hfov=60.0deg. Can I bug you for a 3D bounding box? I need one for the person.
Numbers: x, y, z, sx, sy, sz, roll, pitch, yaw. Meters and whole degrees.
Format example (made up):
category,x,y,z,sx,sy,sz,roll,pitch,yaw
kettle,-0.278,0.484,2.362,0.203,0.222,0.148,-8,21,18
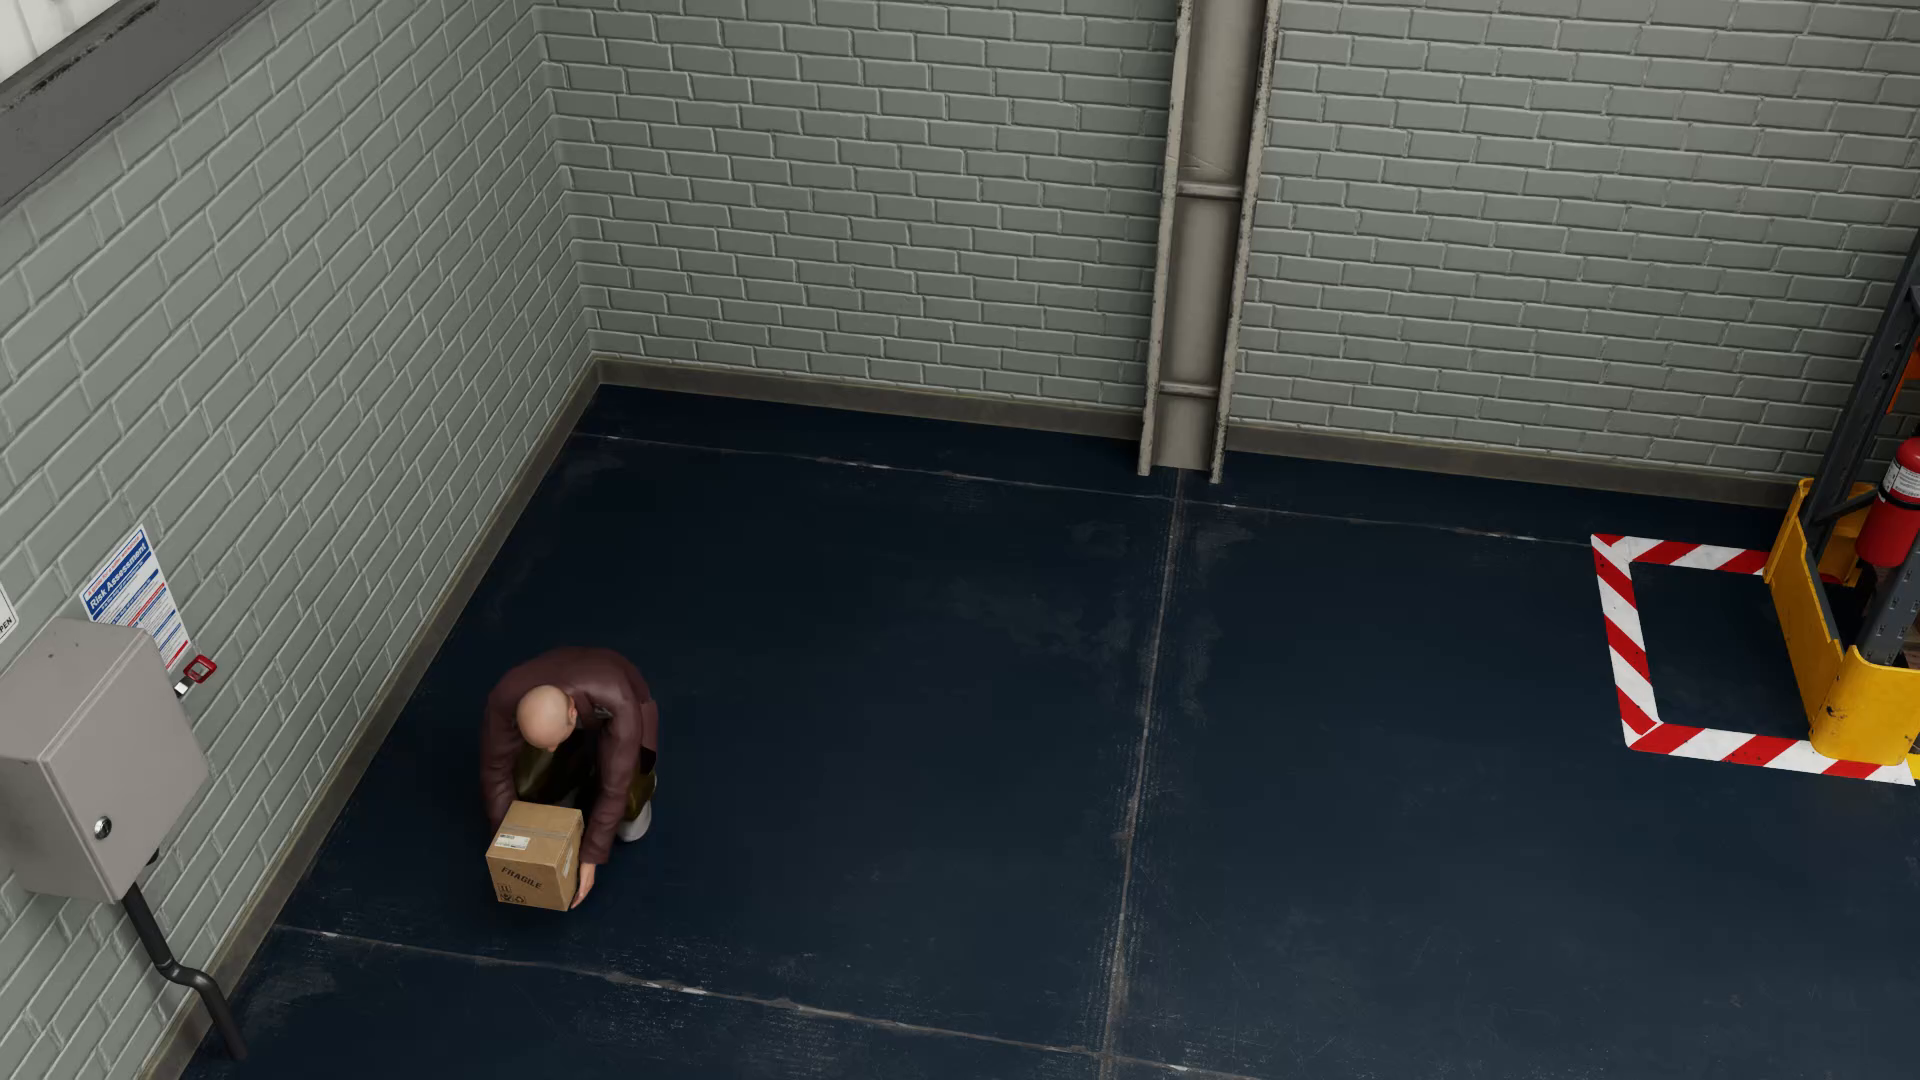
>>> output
category,x,y,z,sx,sy,sz,roll,pitch,yaw
person,-1.393,0.730,5.908,0.577,0.999,0.940,6,40,7
